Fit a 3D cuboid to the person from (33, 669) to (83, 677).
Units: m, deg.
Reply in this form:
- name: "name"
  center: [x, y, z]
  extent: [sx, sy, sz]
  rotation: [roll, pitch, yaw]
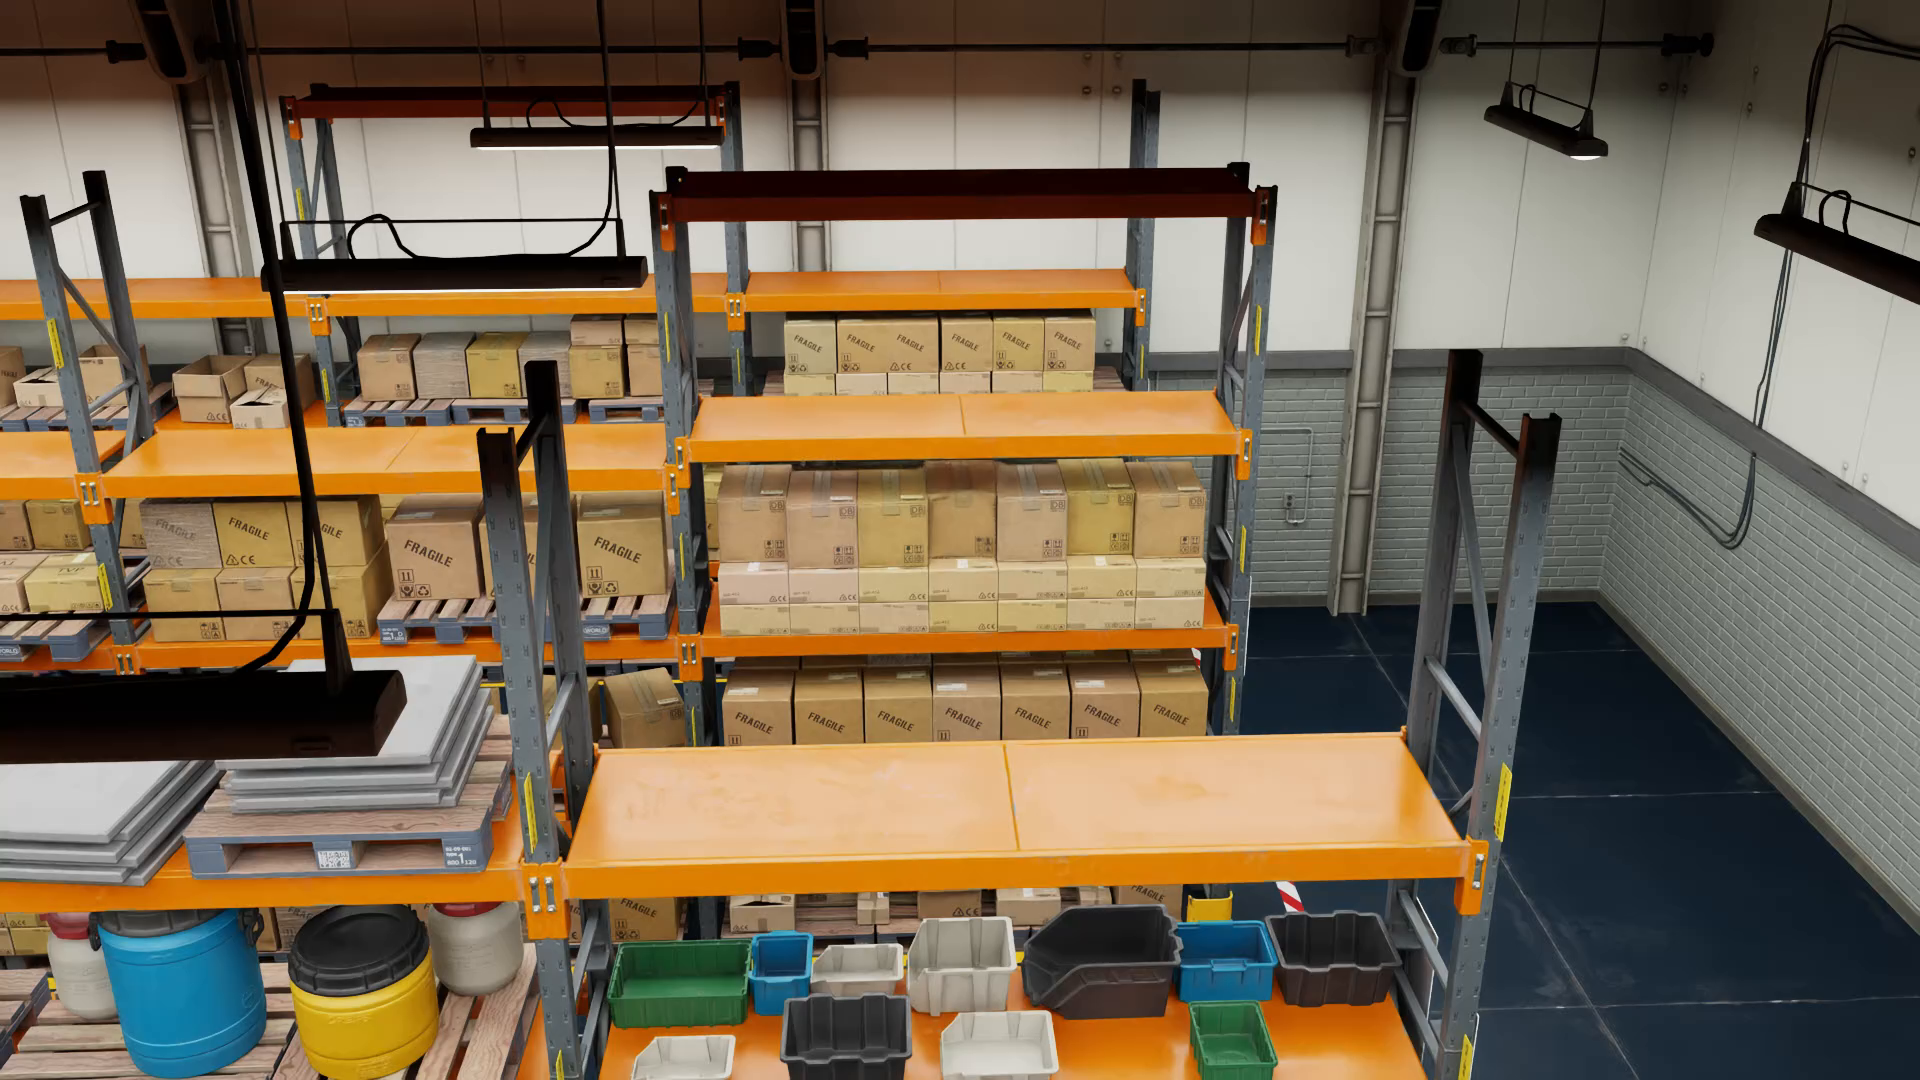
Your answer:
- name: "person"
  center: [-8.713, 1.232, 16.015]
  extent: [0.514, 1.608, 0.435]
  rotation: [4, 22, 9]
